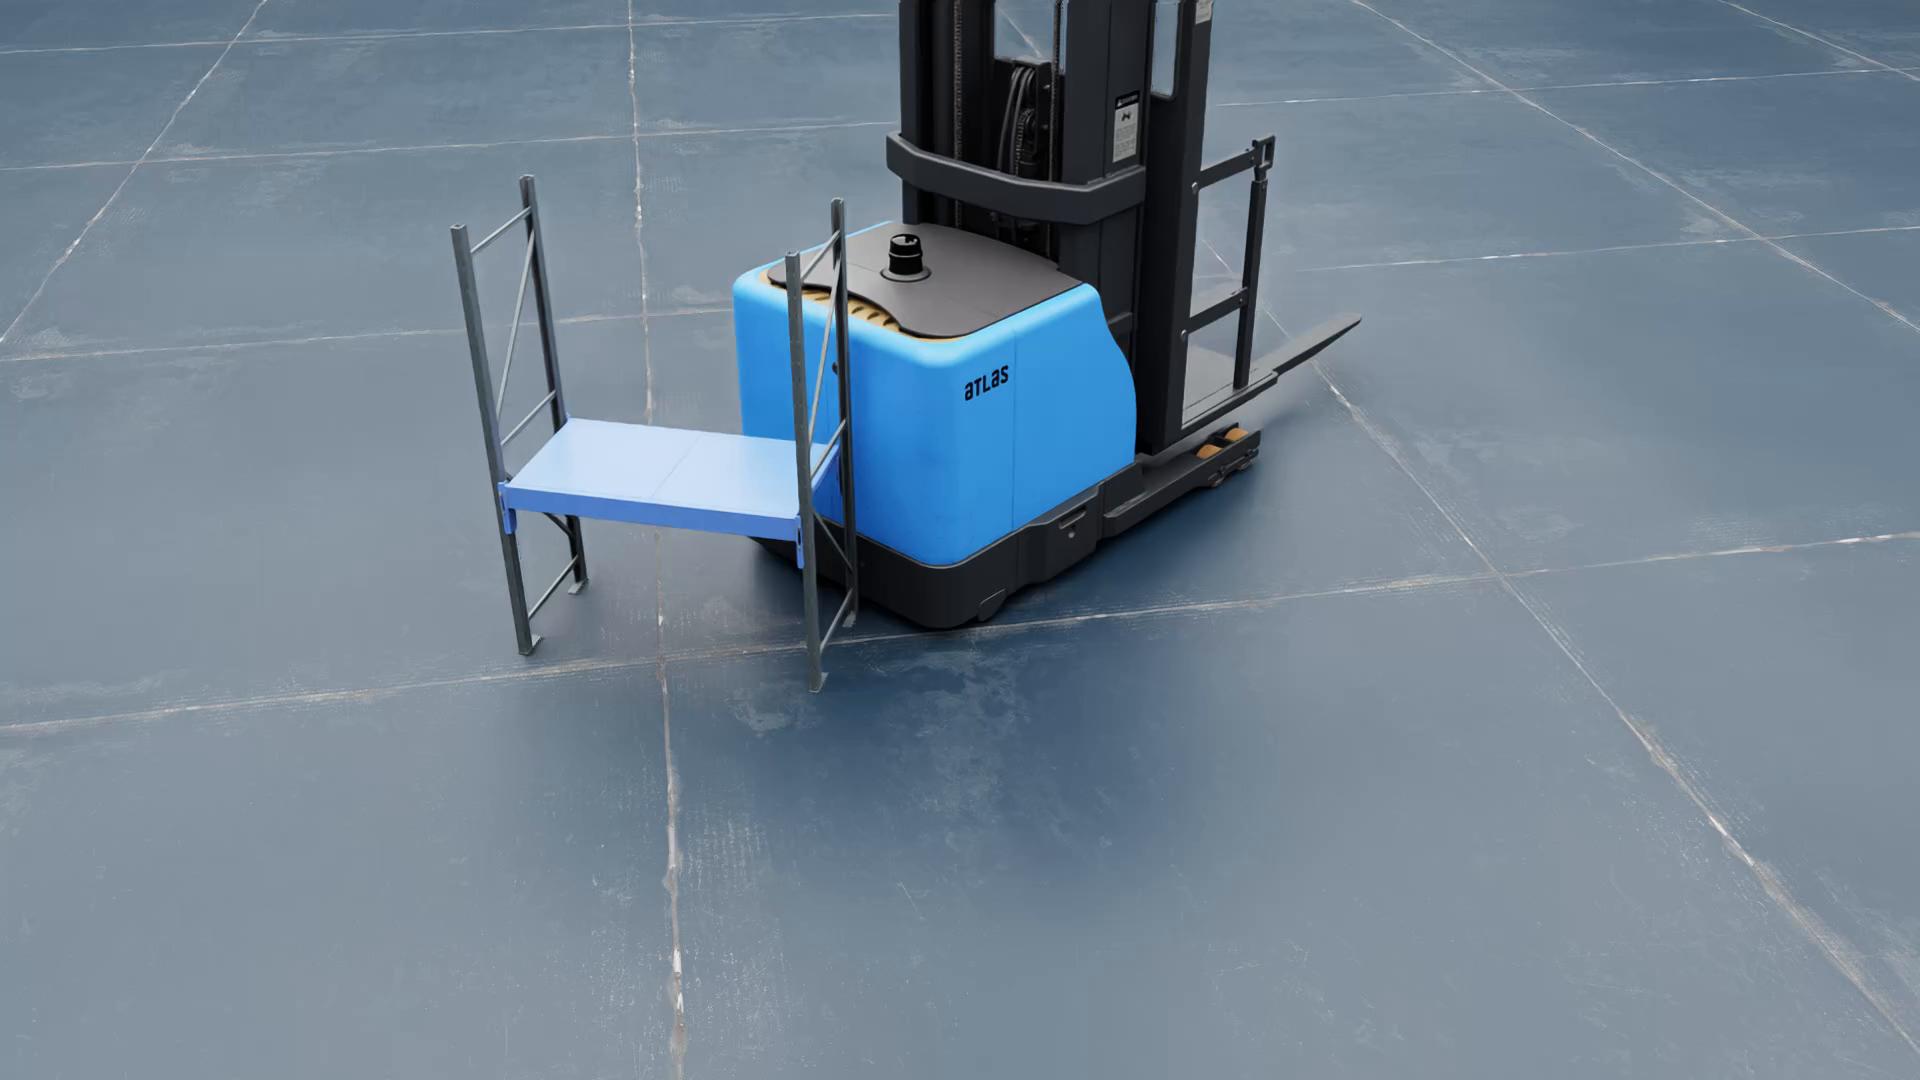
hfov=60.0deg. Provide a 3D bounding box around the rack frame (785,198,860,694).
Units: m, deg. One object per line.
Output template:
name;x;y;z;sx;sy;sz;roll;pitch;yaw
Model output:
rack frame;-0.421;-0.271;5.231;0.032;1.500;0.500;6;31;11

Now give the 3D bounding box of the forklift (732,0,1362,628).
forklift;0.565;-1.629;6.128;1.130;2.935;3.031;24;38;35

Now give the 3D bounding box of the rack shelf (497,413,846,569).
rack shelf;-0.917;-0.172;5.417;1.000;0.185;0.538;6;31;11

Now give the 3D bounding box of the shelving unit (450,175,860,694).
shelving unit;-0.917;-0.327;5.326;1.048;1.500;0.538;6;31;11

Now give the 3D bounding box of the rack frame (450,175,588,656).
rack frame;-1.414;-0.382;5.421;0.032;1.500;0.500;6;31;11
